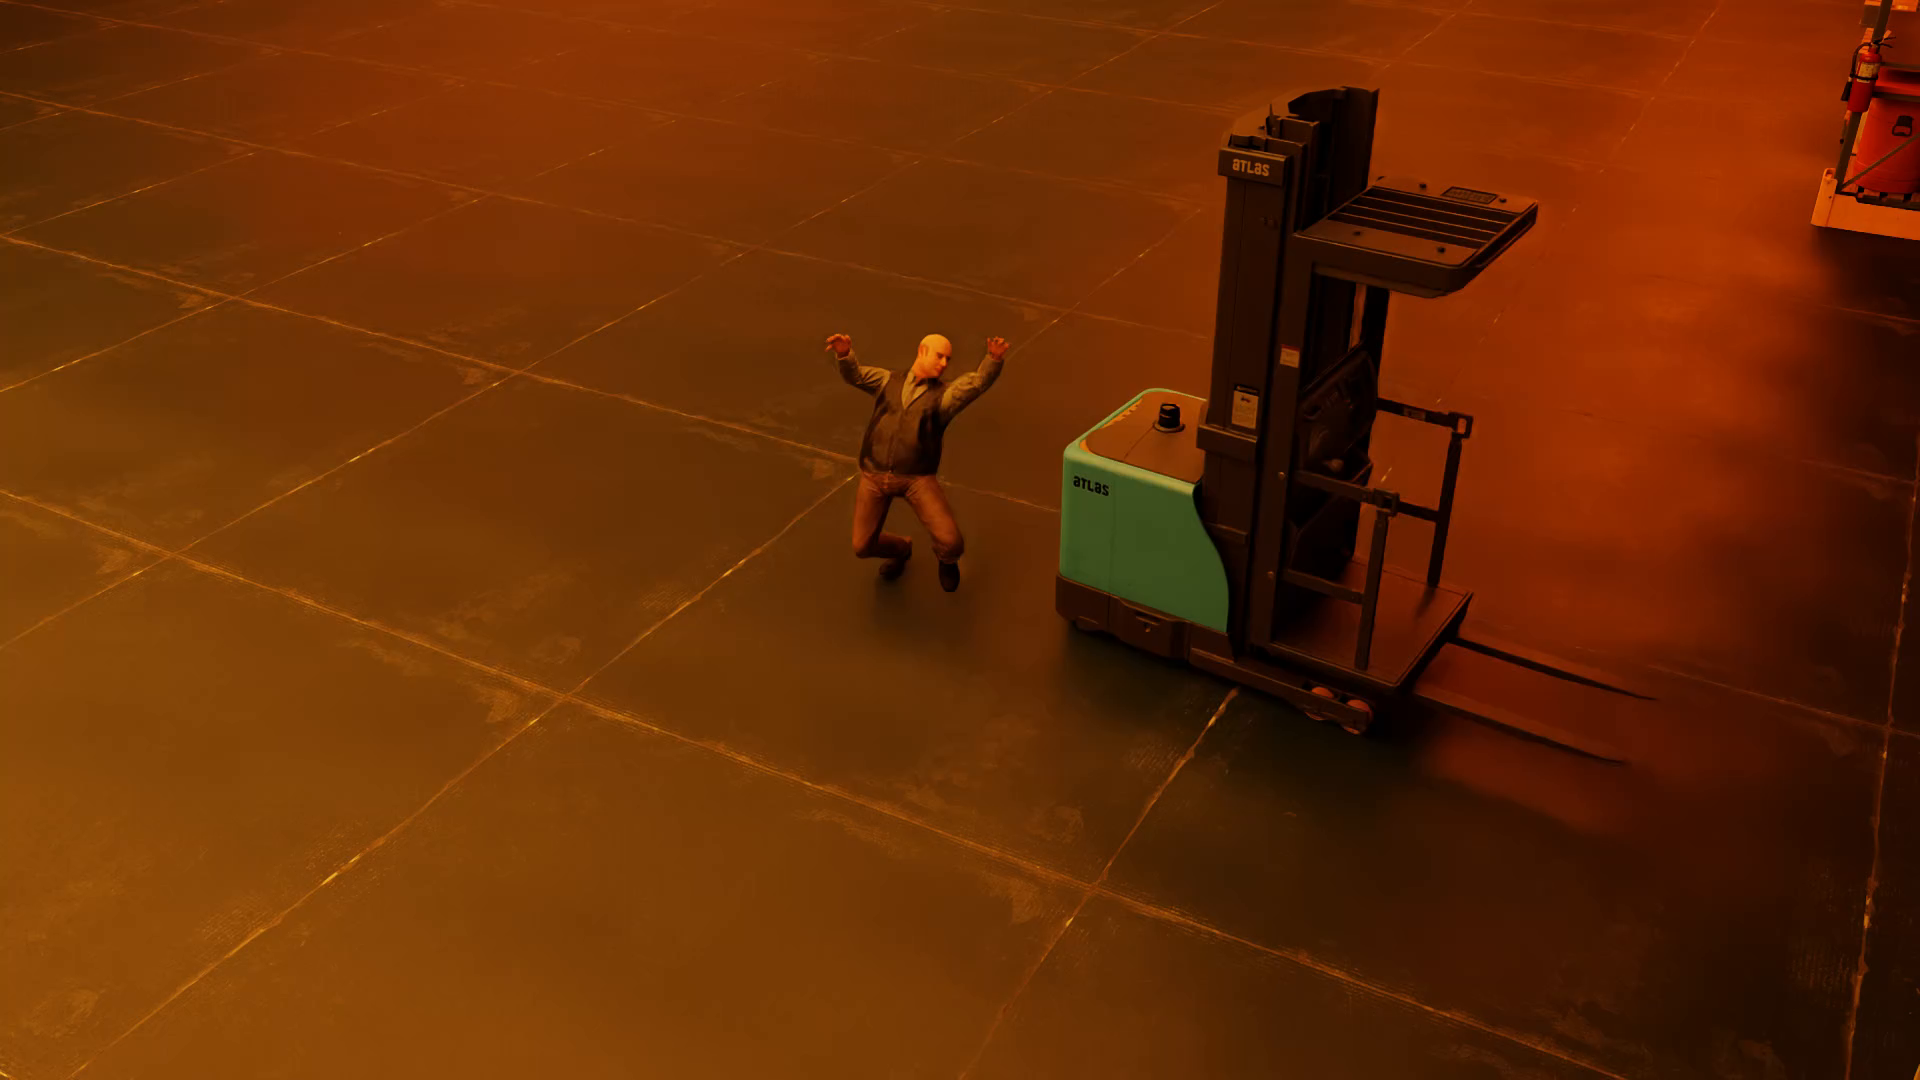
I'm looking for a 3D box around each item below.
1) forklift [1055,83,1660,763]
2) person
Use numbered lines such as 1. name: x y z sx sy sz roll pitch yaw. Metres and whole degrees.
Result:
1. forklift: 2.031 -0.603 8.116 3.031 2.935 1.130 19 35 29
2. person: -0.195 -0.451 9.211 0.949 1.599 0.751 7 31 12
